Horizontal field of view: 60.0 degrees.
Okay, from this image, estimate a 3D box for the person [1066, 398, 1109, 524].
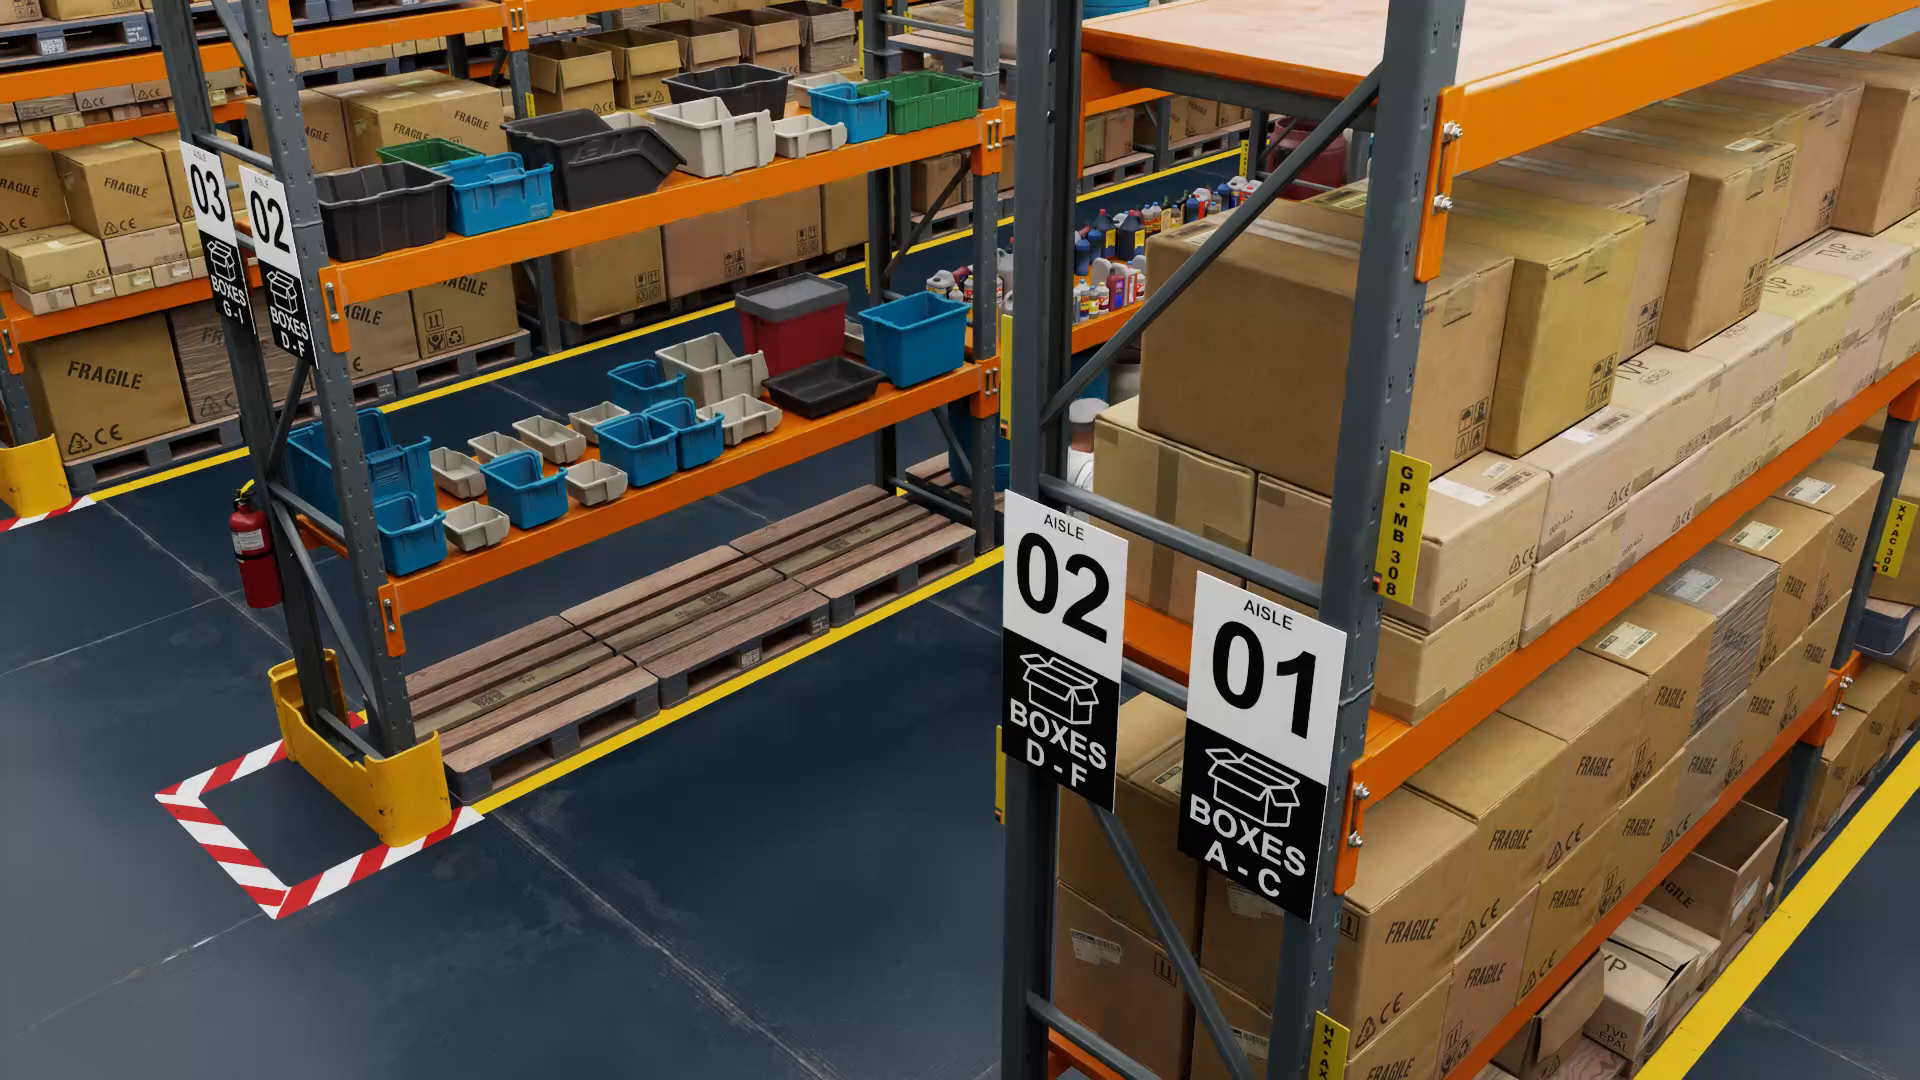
[{"bbox_3d":[0.750,0.031,8.943,1.033,1.659,0.534,-9,29,-17],"label":"person"}]
